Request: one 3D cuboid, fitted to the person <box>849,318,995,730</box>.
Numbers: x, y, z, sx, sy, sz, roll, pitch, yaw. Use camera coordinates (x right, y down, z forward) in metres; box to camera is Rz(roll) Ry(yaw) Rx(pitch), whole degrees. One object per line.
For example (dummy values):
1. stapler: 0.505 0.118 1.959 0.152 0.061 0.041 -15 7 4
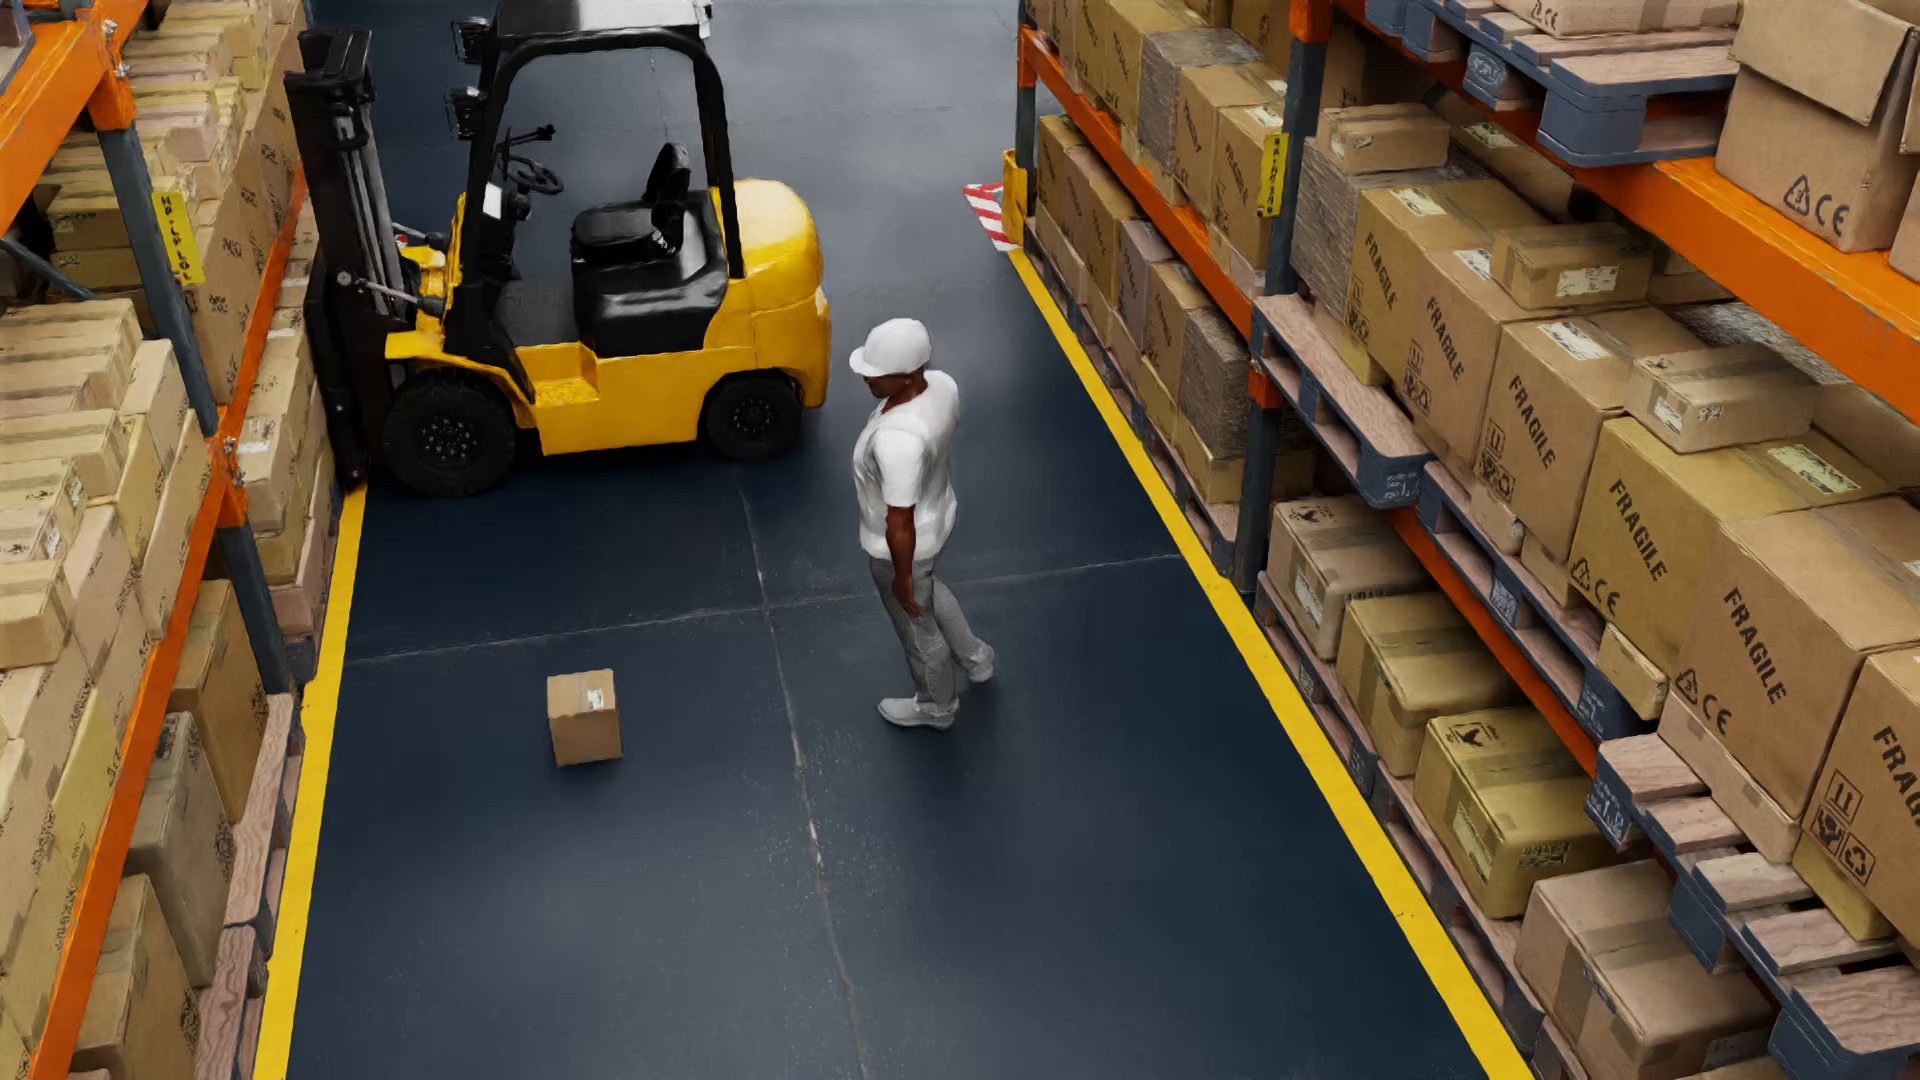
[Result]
1. person: -0.121 -0.054 6.168 0.451 1.762 0.730 10 36 15
